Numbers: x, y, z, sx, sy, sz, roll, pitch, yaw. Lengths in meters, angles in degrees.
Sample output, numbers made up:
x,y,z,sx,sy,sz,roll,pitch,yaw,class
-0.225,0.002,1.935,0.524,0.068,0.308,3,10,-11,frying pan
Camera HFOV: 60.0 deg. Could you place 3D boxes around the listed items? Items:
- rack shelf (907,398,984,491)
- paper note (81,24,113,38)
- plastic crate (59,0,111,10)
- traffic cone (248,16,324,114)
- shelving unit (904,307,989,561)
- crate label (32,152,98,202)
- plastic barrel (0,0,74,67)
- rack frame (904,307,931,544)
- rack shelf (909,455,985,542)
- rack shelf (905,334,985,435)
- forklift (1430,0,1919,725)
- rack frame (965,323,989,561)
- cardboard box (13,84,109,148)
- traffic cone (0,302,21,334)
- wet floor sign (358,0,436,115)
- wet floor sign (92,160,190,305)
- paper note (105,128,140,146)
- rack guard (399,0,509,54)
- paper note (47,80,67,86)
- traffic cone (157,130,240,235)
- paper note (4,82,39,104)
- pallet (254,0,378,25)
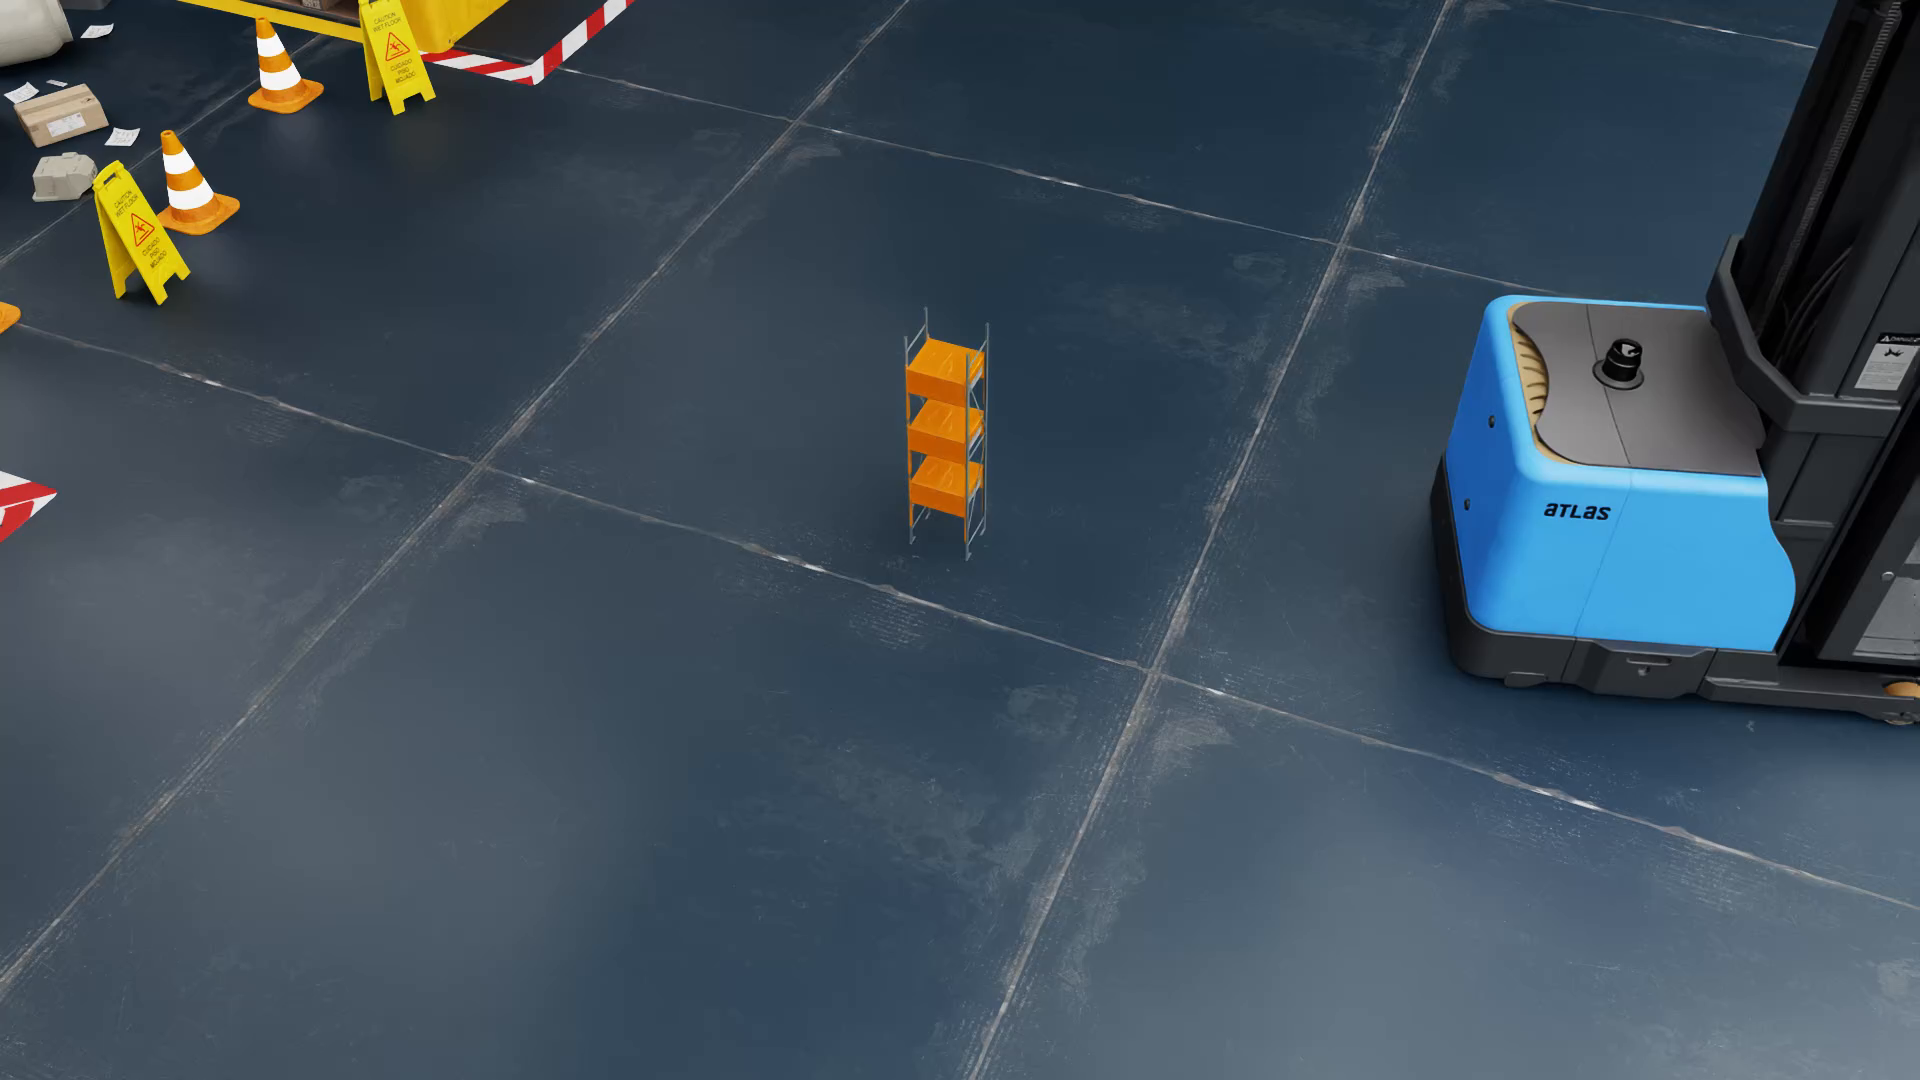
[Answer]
x,y,z,sx,sy,sz,roll,pitch,yaw,class
-0.049,-0.379,6.402,0.240,0.259,0.215,16,47,16,rack shelf
-5.044,-2.980,9.723,0.148,0.019,0.142,2,45,2,paper note
-5.402,-3.343,10.053,0.583,0.080,0.402,2,45,2,plastic crate
-3.737,-2.630,9.065,0.334,0.463,0.336,16,47,16,traffic cone
-0.049,-0.387,6.394,0.252,1.050,0.215,16,47,16,shelving unit
-4.600,-1.872,8.535,0.298,0.136,0.250,-5,45,-5,crate label
-5.333,-2.914,9.379,0.512,0.421,0.421,-20,48,-19,plastic barrel
-0.162,-0.420,6.428,0.008,1.050,0.200,16,47,16,rack frame
-0.049,-0.182,6.598,0.240,0.259,0.215,16,47,16,rack shelf
-0.049,-0.580,6.202,0.240,0.259,0.215,16,47,16,rack shelf
3.389,-0.748,5.423,3.031,2.935,1.130,4,45,4,forklift
0.063,-0.354,6.361,0.008,1.050,0.200,16,47,16,rack frame
-4.830,-2.282,8.938,0.380,0.149,0.250,-28,51,-25,cardboard box
-4.600,-1.171,7.599,0.334,0.463,0.336,16,47,16,traffic cone
-3.080,-2.669,8.975,0.232,0.644,0.267,33,54,29,wet floor sign
-3.867,-1.449,7.748,0.232,0.644,0.267,9,46,9,wet floor sign
-4.482,-2.160,8.900,0.142,0.019,0.148,2,45,2,paper note
-2.914,-3.386,9.799,0.348,0.500,1.175,16,47,16,rack guard
-5.059,-2.560,9.316,0.123,0.001,0.032,16,47,16,paper note
-3.851,-1.815,8.246,0.334,0.463,0.336,16,47,16,traffic cone
-5.209,-2.485,9.234,0.142,0.019,0.148,33,54,29,paper note
-3.650,-3.528,10.146,1.213,0.211,1.003,16,47,16,pallet
